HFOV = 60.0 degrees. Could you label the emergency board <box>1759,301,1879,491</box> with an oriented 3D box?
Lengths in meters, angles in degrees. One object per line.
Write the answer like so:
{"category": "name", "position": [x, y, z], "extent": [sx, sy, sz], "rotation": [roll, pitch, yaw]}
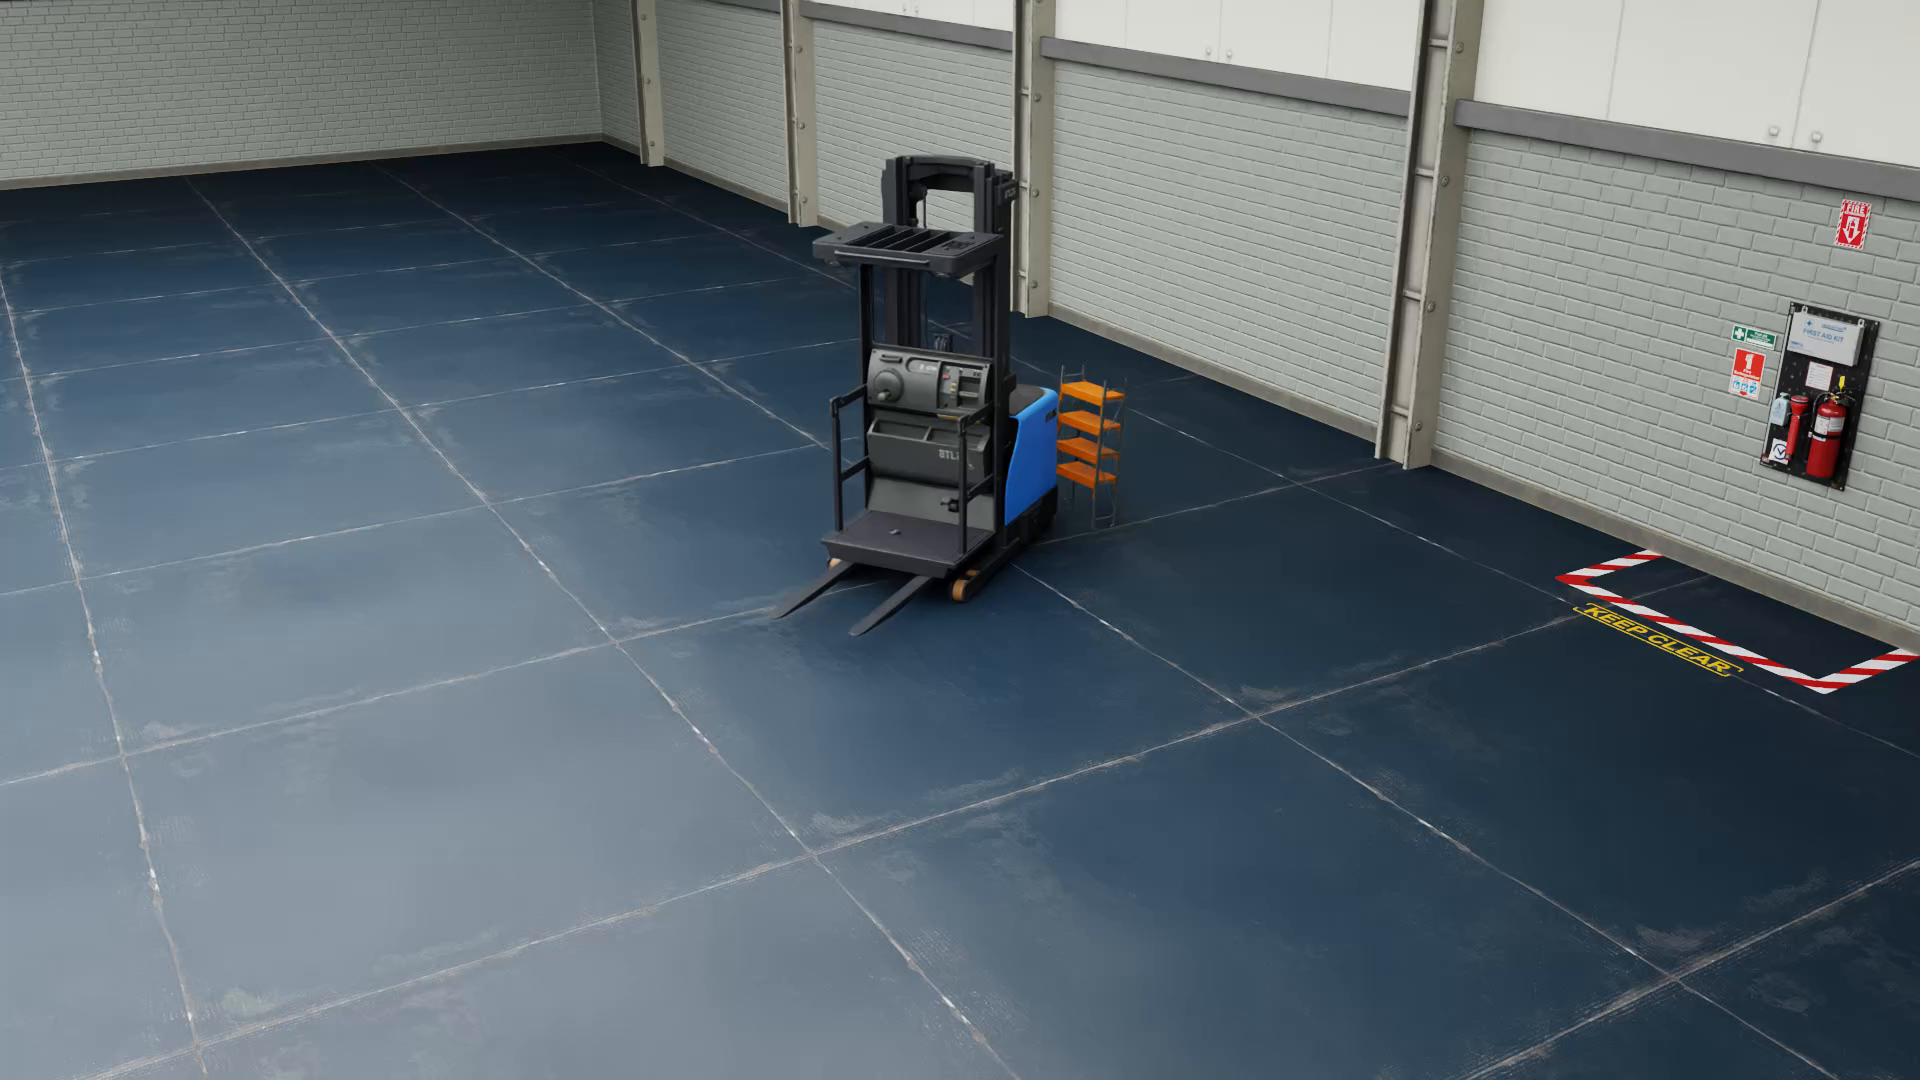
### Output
{"category": "emergency board", "position": [5.707, -0.950, 11.166], "extent": [0.194, 1.169, 0.643], "rotation": [-13, 25, -28]}

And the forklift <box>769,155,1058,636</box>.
{"category": "forklift", "position": [-0.316, -1.104, 11.636], "extent": [1.130, 2.935, 3.031], "rotation": [10, 24, 23]}

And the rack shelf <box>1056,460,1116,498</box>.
{"category": "rack shelf", "position": [0.988, -0.483, 13.085], "extent": [0.258, 0.148, 0.480], "rotation": [-11, 24, -36]}

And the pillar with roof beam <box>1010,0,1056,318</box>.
{"category": "pillar with roof beam", "position": [-2.894, -5.979, 15.570], "extent": [9.100, 9.000, 0.400], "rotation": [-13, 25, -28]}

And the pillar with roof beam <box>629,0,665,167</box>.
{"category": "pillar with roof beam", "position": [-9.024, -9.863, 25.127], "extent": [9.100, 9.000, 0.400], "rotation": [-13, 25, -28]}

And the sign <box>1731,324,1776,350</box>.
{"category": "sign", "position": [5.508, -1.408, 11.541], "extent": [0.001, 0.109, 0.331], "rotation": [-13, 25, -28]}

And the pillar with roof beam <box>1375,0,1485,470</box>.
{"category": "pillar with roof beam", "position": [0.171, -4.037, 10.792], "extent": [9.100, 9.000, 0.400], "rotation": [-13, 25, -28]}

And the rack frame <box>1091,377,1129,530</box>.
{"category": "rack frame", "position": [1.152, -0.659, 12.817], "extent": [0.240, 1.200, 0.015], "rotation": [-11, 24, -36]}

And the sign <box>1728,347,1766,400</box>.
{"category": "sign", "position": [5.513, -1.166, 11.649], "extent": [0.001, 0.329, 0.234], "rotation": [-13, 25, -28]}

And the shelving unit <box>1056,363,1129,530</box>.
{"category": "shelving unit", "position": [1.004, -0.733, 12.996], "extent": [0.258, 1.200, 0.503], "rotation": [-11, 24, -36]}

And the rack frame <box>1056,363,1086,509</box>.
{"category": "rack frame", "position": [0.856, -0.806, 13.176], "extent": [0.240, 1.200, 0.015], "rotation": [-11, 24, -36]}

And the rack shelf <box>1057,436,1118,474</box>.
{"category": "rack shelf", "position": [1.000, -0.669, 13.019], "extent": [0.258, 0.148, 0.480], "rotation": [-11, 24, -36]}

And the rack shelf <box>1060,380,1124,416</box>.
{"category": "rack shelf", "position": [1.028, -1.102, 12.865], "extent": [0.258, 0.148, 0.480], "rotation": [-11, 24, -36]}

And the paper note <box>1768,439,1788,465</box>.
{"category": "paper note", "position": [5.676, -0.613, 11.506], "extent": [0.016, 0.148, 0.142], "rotation": [-13, 25, -28]}

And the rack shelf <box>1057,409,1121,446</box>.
{"category": "rack shelf", "position": [1.013, -0.880, 12.944], "extent": [0.258, 0.148, 0.480], "rotation": [-11, 24, -36]}

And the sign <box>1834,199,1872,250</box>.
{"category": "sign", "position": [5.789, -2.046, 10.783], "extent": [0.001, 0.298, 0.199], "rotation": [-13, 25, -28]}

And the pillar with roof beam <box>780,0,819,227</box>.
{"category": "pillar with roof beam", "position": [-5.959, -7.921, 20.349], "extent": [9.100, 9.000, 0.400], "rotation": [-13, 25, -28]}
